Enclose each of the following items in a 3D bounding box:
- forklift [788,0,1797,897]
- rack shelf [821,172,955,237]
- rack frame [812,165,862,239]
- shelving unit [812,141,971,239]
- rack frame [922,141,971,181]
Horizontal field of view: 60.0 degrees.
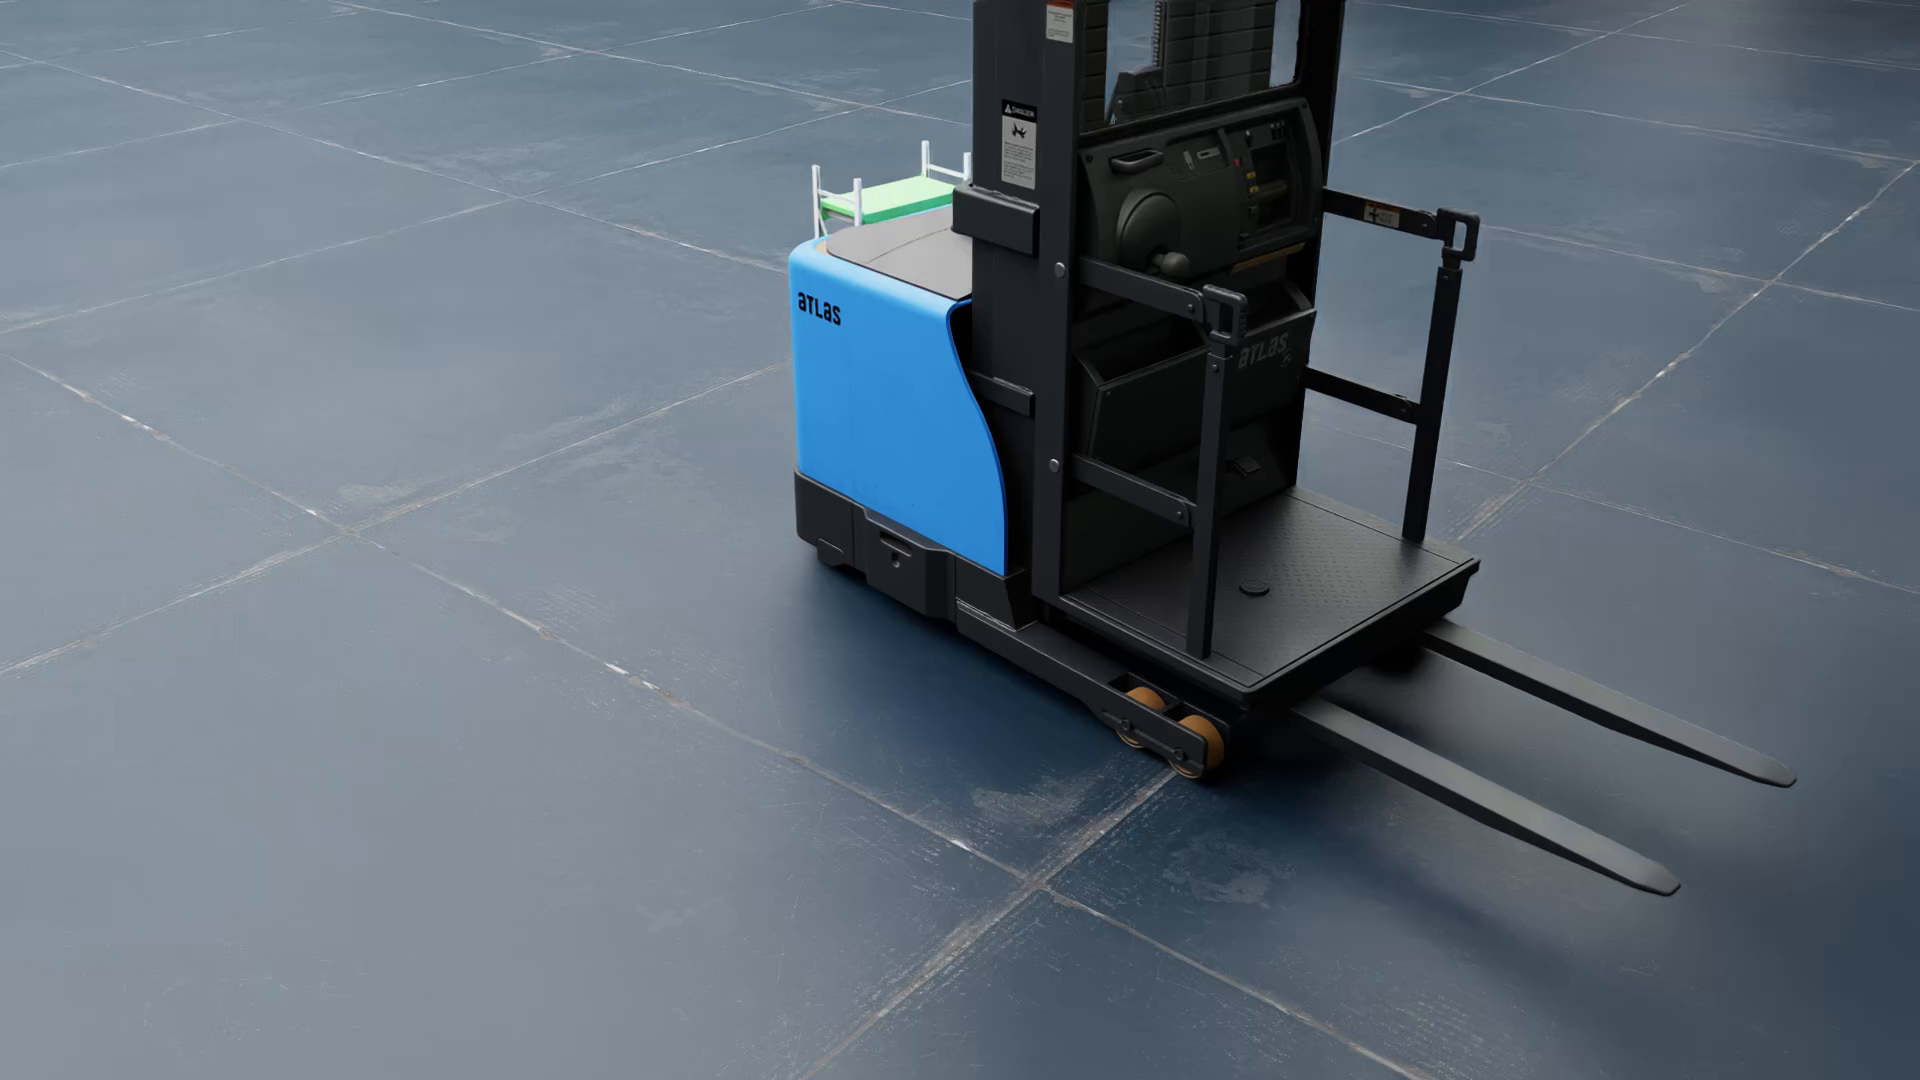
[{"bbox_3d":[0.811,-0.923,4.345,1.130,2.935,3.031,-23,35,-37],"label":"forklift"},{"bbox_3d":[-0.227,-1.124,5.711,0.480,0.148,0.258,-23,35,-37],"label":"rack shelf"},{"bbox_3d":[-0.407,-0.678,5.755,0.015,1.200,0.240,-23,35,-37],"label":"rack frame"},{"bbox_3d":[-0.227,-0.754,5.902,0.503,1.200,0.258,-23,35,-37],"label":"shelving unit"},{"bbox_3d":[-0.047,-0.830,6.048,0.015,1.200,0.240,-23,35,-37],"label":"rack frame"}]
